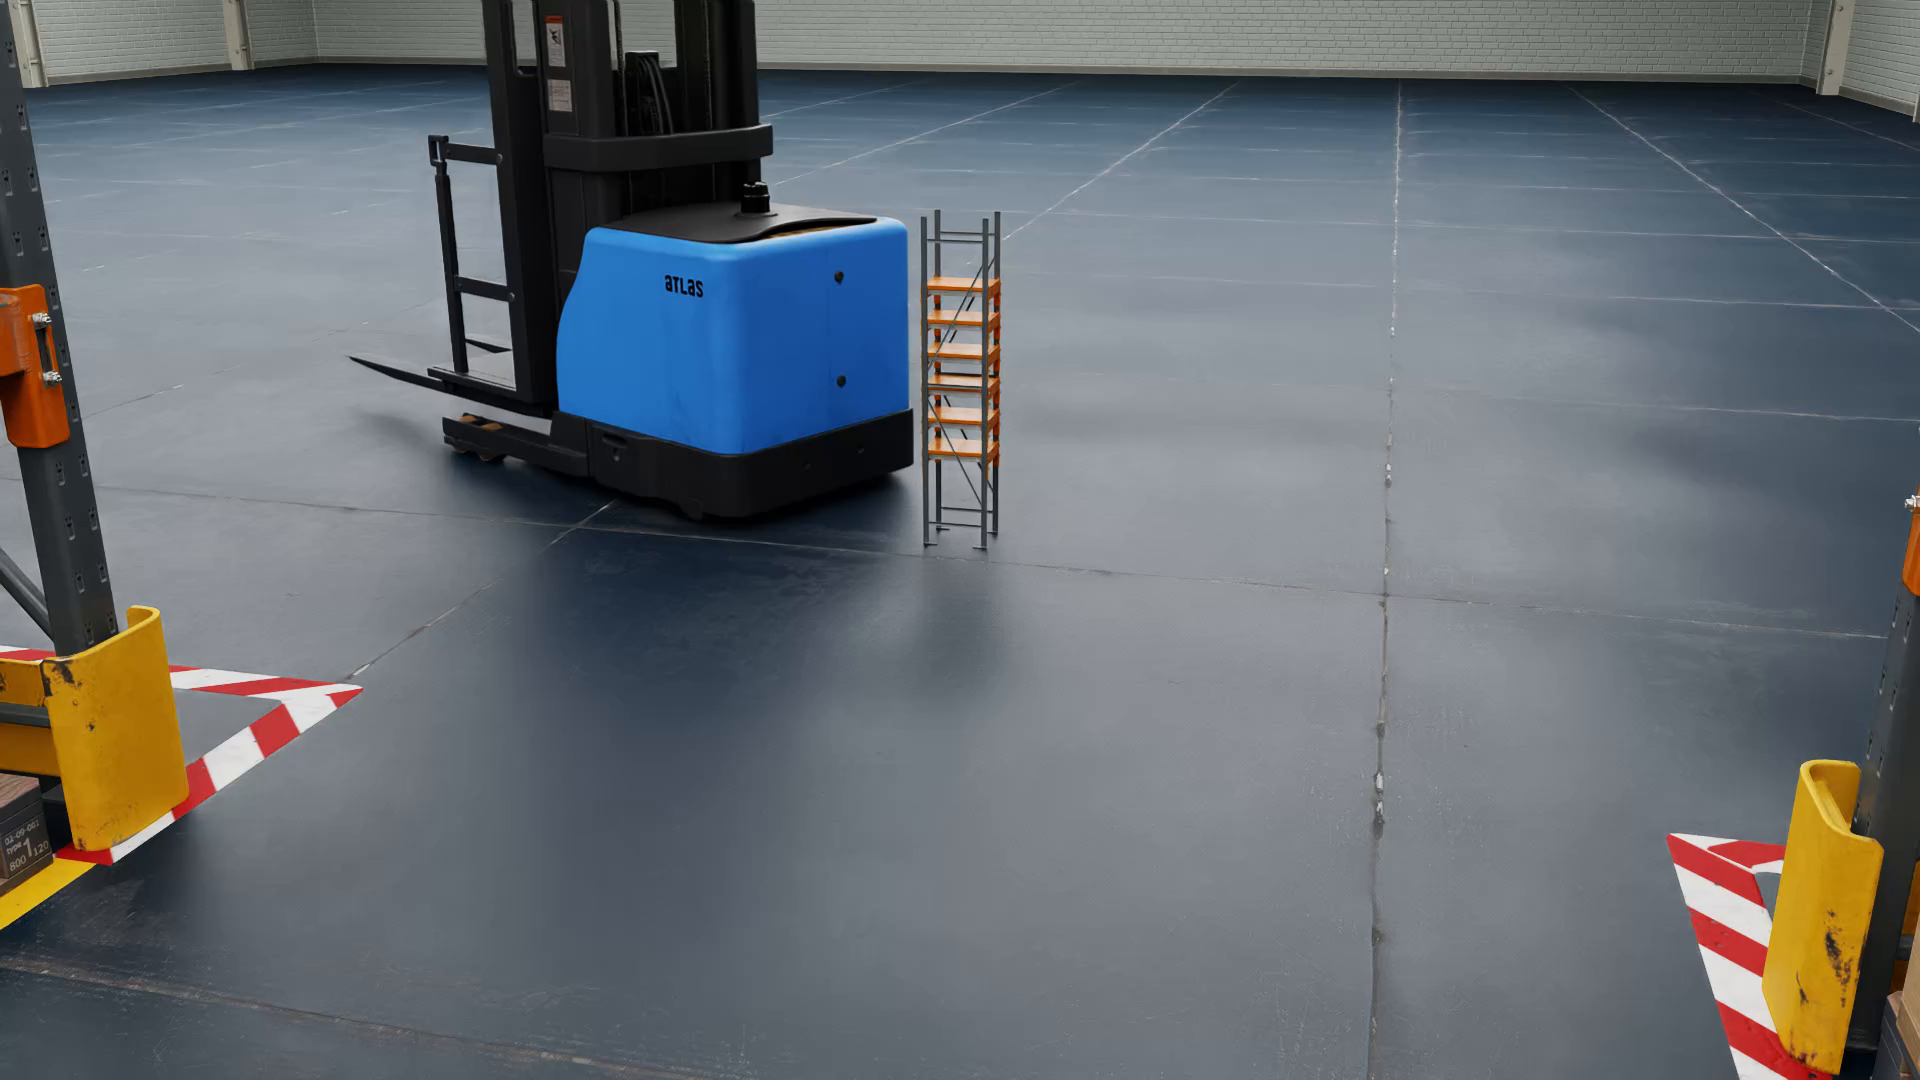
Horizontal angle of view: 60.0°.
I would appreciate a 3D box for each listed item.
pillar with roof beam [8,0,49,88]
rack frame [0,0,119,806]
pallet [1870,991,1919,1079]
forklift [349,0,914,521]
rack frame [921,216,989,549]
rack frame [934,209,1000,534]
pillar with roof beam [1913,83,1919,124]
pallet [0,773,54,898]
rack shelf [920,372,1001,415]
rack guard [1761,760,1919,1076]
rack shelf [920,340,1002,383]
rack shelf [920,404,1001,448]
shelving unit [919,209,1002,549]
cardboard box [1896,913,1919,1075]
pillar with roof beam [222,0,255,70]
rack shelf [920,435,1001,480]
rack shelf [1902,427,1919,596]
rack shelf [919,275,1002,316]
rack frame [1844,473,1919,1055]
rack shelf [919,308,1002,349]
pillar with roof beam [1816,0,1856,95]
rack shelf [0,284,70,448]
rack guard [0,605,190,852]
[{"bbox_3d":[-12.830,-12.233,28.079,9.100,9.000,0.400,5,19,13],"label":"pillar with roof beam"},{"bbox_3d":[-2.597,-0.794,3.870,1.000,3.000,0.127,5,19,13],"label":"rack frame"},{"bbox_3d":[2.059,1.161,2.461,1.003,0.211,1.213,5,19,13],"label":"pallet"},{"bbox_3d":[-1.633,-1.837,7.033,3.031,2.935,1.130,16,24,38],"label":"forklift"},{"bbox_3d":[-0.019,-0.544,5.923,0.240,1.200,0.006,5,19,13],"label":"rack frame"},{"bbox_3d":[0.026,-0.601,6.091,0.240,1.200,0.006,5,19,13],"label":"rack frame"},{"bbox_3d":[9.366,-10.425,22.787,9.100,9.000,0.400,5,19,13],"label":"pillar with roof beam"},{"bbox_3d":[-2.774,0.808,3.496,1.003,0.211,1.213,5,19,13],"label":"pallet"},{"bbox_3d":[0.004,-0.530,6.021,0.258,0.103,0.180,5,19,13],"label":"rack shelf"},{"bbox_3d":[2.211,0.774,3.148,1.175,0.500,0.348,5,19,13],"label":"rack guard"},{"bbox_3d":[0.004,-0.644,5.982,0.258,0.103,0.180,5,19,13],"label":"rack shelf"},{"bbox_3d":[0.004,-0.417,6.060,0.258,0.103,0.180,5,19,13],"label":"rack shelf"},{"bbox_3d":[0.004,-0.572,6.007,0.258,1.200,0.189,5,19,13],"label":"shelving unit"},{"bbox_3d":[1.858,0.852,2.658,0.500,0.250,0.500,5,19,13],"label":"cardboard box"},{"bbox_3d":[-11.364,-14.113,33.585,9.100,9.000,0.400,5,19,13],"label":"pillar with roof beam"},{"bbox_3d":[0.004,-0.303,6.099,0.258,0.103,0.180,5,19,13],"label":"rack shelf"},{"bbox_3d":[1.716,0.566,1.003,1.077,0.370,4.000,5,19,13],"label":"rack shelf"},{"bbox_3d":[0.004,-0.871,5.905,0.258,0.103,0.180,5,19,13],"label":"rack shelf"},{"bbox_3d":[2.205,-0.401,2.722,1.000,3.000,0.127,5,19,13],"label":"rack frame"},{"bbox_3d":[0.004,-0.757,5.944,0.258,0.103,0.180,5,19,13],"label":"rack shelf"},{"bbox_3d":[10.832,-12.305,28.292,9.100,9.000,0.400,5,19,13],"label":"pillar with roof beam"},{"bbox_3d":[-3.086,0.174,2.151,1.077,0.370,4.000,5,19,13],"label":"rack shelf"},{"bbox_3d":[-2.570,0.417,4.194,1.175,0.500,0.348,5,19,13],"label":"rack guard"}]
